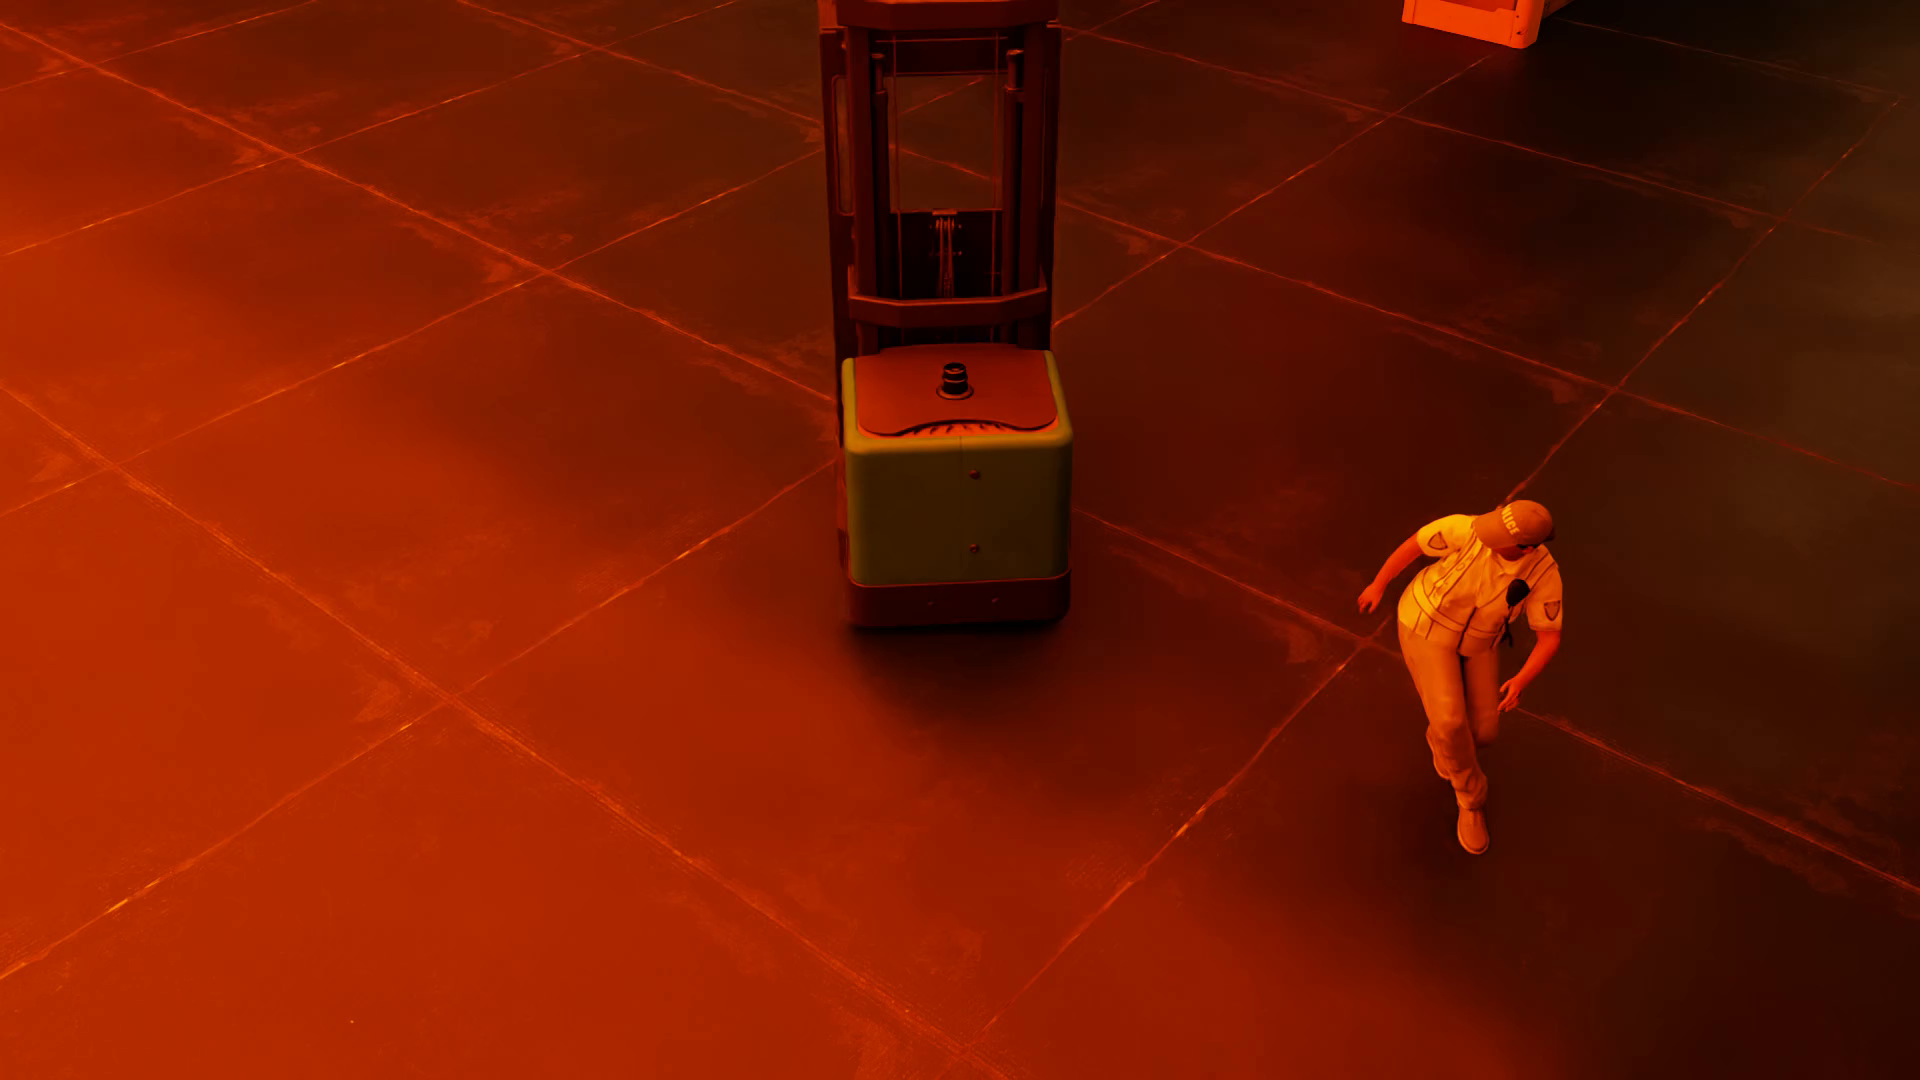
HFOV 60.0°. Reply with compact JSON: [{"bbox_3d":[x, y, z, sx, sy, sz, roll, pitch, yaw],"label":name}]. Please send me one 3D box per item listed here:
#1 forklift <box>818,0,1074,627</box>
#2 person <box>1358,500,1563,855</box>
[{"bbox_3d":[-0.109,-1.623,8.249,1.130,2.935,3.031,-3,36,-4],"label":"forklift"},{"bbox_3d":[1.981,0.462,6.611,0.706,1.514,0.755,1,36,2],"label":"person"}]
